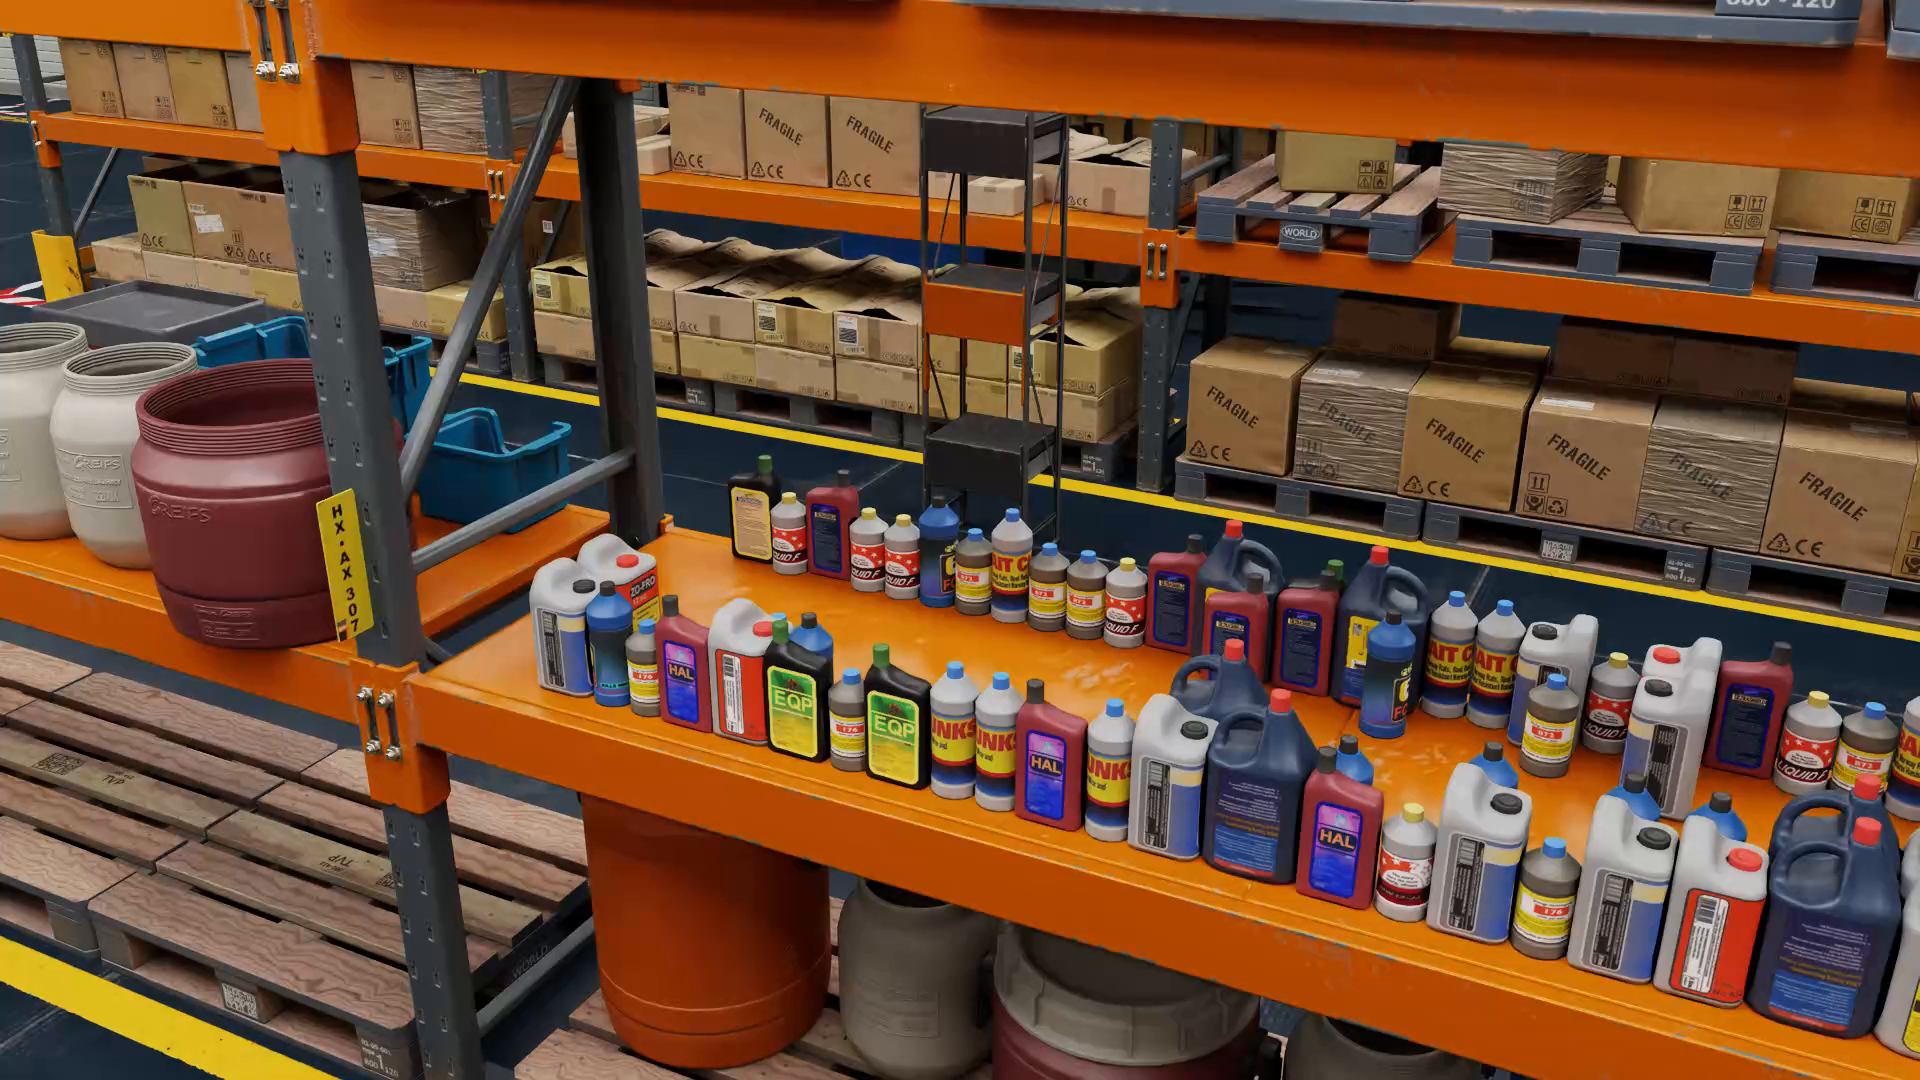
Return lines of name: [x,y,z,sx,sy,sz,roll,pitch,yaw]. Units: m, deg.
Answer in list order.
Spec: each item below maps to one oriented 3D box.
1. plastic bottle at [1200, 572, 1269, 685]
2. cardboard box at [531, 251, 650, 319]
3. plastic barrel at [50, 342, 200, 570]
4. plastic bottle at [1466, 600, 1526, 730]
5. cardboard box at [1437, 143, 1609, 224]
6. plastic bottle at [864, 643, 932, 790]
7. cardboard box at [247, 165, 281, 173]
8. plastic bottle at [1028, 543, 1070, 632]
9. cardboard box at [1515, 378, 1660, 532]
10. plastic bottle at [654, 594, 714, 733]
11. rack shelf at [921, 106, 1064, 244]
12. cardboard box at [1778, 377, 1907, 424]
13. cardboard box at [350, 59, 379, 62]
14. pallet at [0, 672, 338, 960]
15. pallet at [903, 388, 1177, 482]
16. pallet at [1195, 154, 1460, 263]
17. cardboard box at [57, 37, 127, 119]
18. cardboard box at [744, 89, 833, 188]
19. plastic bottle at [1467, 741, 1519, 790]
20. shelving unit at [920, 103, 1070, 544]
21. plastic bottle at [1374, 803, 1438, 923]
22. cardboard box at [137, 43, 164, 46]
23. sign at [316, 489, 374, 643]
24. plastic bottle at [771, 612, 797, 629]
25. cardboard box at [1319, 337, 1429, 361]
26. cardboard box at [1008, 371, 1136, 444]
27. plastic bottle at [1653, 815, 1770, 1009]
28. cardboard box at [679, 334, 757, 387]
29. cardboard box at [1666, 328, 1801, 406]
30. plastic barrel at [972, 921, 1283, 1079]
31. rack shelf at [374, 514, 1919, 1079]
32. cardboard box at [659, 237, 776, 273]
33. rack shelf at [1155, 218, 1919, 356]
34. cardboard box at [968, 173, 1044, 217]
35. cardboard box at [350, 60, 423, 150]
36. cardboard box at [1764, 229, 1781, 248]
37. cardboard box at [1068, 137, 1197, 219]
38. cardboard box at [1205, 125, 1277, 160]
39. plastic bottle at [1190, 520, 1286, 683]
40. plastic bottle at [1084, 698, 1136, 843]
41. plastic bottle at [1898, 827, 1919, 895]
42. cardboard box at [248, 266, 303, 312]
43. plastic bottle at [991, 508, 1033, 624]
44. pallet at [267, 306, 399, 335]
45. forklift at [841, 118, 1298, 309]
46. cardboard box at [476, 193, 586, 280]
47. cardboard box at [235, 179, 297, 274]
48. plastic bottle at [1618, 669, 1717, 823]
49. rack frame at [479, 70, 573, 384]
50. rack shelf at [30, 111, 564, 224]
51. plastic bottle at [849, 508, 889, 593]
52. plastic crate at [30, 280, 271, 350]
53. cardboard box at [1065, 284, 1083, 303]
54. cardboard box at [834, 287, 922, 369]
plastic bottle: [0.595,0.199,3.598,0.133,0.283,0.061,11,25,25]
cardboard box: [-2.154,-1.523,9.759,0.500,0.311,0.500,11,26,25]
plastic barrel: [-2.093,-0.220,4.292,0.421,0.512,0.421,0,23,0]
plastic bottle: [1.126,0.255,3.483,0.097,0.271,0.097,0,23,0]
cardboard box: [2.503,-1.730,7.321,0.500,0.500,0.700,17,28,34]
plastic bottle: [-0.120,0.343,3.259,0.133,0.283,0.061,11,25,25]
cardboard box: [-4.468,-2.314,11.378,0.500,0.500,0.500,11,25,25]
plastic bottle: [0.210,0.106,3.923,0.097,0.201,0.097,0,23,0]
cardboard box: [2.820,-0.392,7.470,0.500,0.500,0.500,10,25,23]
plastic bottle: [-0.565,0.255,3.466,0.133,0.283,0.061,11,25,25]
rack shelf: [0.148,-1.569,7.002,0.480,0.518,0.431,11,25,25]
cardboard box: [3.927,-0.398,7.484,0.500,0.500,0.500,12,26,25]
cardboard box: [-3.439,-2.951,9.899,0.250,0.149,0.380,11,25,24]
pallet: [-2.837,0.855,5.469,1.213,0.211,1.003,11,25,25]
pallet: [0.443,-0.667,9.048,1.213,0.211,1.003,11,25,25]
pallet: [1.796,-1.607,7.942,1.003,0.211,1.213,11,25,25]
cardboard box: [-5.569,-3.163,11.226,0.500,0.500,0.700,11,25,25]
cardboard box: [-0.815,-2.220,9.011,0.500,0.500,0.500,11,25,25]
plastic bottle: [0.930,0.482,2.948,0.097,0.271,0.097,0,23,0]
shelving unit: [0.148,-0.937,7.270,0.503,2.100,0.431,11,25,25]
plastic bottle: [0.775,0.550,2.877,0.097,0.201,0.097,0,23,0]
cardboard box: [-5.044,-3.268,10.645,0.250,0.149,0.380,11,25,24]
sign: [-1.320,0.057,3.575,0.005,0.325,0.100,11,25,25]
plastic bottle: [-0.386,0.254,3.574,0.097,0.201,0.097,0,23,0]
cardboard box: [2.100,-0.760,8.336,0.500,0.500,0.500,12,26,27]
cardboard box: [0.580,-0.727,8.603,0.500,0.250,0.500,12,26,26]
plastic bottle: [1.217,0.592,2.685,0.135,0.276,0.152,11,25,25]
cardboard box: [-1.243,-1.086,9.448,0.500,0.250,0.500,10,25,23]
cardboard box: [3.515,-0.829,7.540,0.500,0.250,0.500,11,26,25]
plastic barrel: [0.374,1.135,3.794,0.708,0.588,0.600,11,25,25]
rack shelf: [0.706,0.623,3.372,4.000,0.370,1.077,11,25,25]
cardboard box: [-1.452,-1.622,9.992,0.500,0.311,0.500,12,26,26]
rack shelf: [2.945,-1.107,7.439,4.000,0.370,1.077,11,25,25]
cardboard box: [0.232,-1.738,8.324,0.250,0.149,0.380,11,25,25]
cardboard box: [-3.282,-2.710,10.162,0.500,0.500,0.700,11,25,24]
cardboard box: [5.528,-2.245,11.406,0.750,0.750,0.750,12,26,26]
cardboard box: [0.855,-1.829,8.333,0.500,0.311,0.500,13,26,28]
cardboard box: [2.245,-3.150,12.999,0.500,0.250,0.500,12,26,26]
plastic bottle: [0.618,0.128,3.679,0.185,0.351,0.144,11,25,25]
plastic bottle: [0.284,0.421,3.092,0.097,0.271,0.097,0,23,0]
plastic bottle: [1.588,0.569,2.642,0.185,0.351,0.144,11,25,25]
cardboard box: [-4.264,-1.694,10.877,0.500,0.250,0.500,11,25,25]
plastic bottle: [0.123,0.056,3.949,0.097,0.271,0.097,0,23,0]
pallet: [-4.194,-1.584,11.205,1.213,0.211,1.003,11,25,25]
forklift: [0.749,-2.945,10.929,3.031,2.935,1.130,7,24,17]
cardboard box: [-2.683,-1.962,10.548,0.500,0.500,0.500,11,25,25]
cardboard box: [-4.264,-2.038,10.729,0.500,0.500,0.500,11,25,25]
plastic bottle: [1.355,0.377,3.190,0.135,0.276,0.152,11,25,25]
rack frame: [-2.410,-2.497,9.789,0.127,3.000,1.000,11,25,25]
rack shelf: [-4.195,-2.519,10.760,4.000,0.370,1.077,11,25,25]
plastic bottle: [-0.224,0.020,4.125,0.097,0.201,0.097,0,23,0]
plastic crate: [-2.383,-0.483,4.972,0.583,0.464,0.402,11,25,25]
cardboard box: [0.352,-1.262,9.144,0.500,0.311,0.500,11,25,23]
cardboard box: [-0.335,-1.163,8.912,0.500,0.311,0.500,11,25,24]
